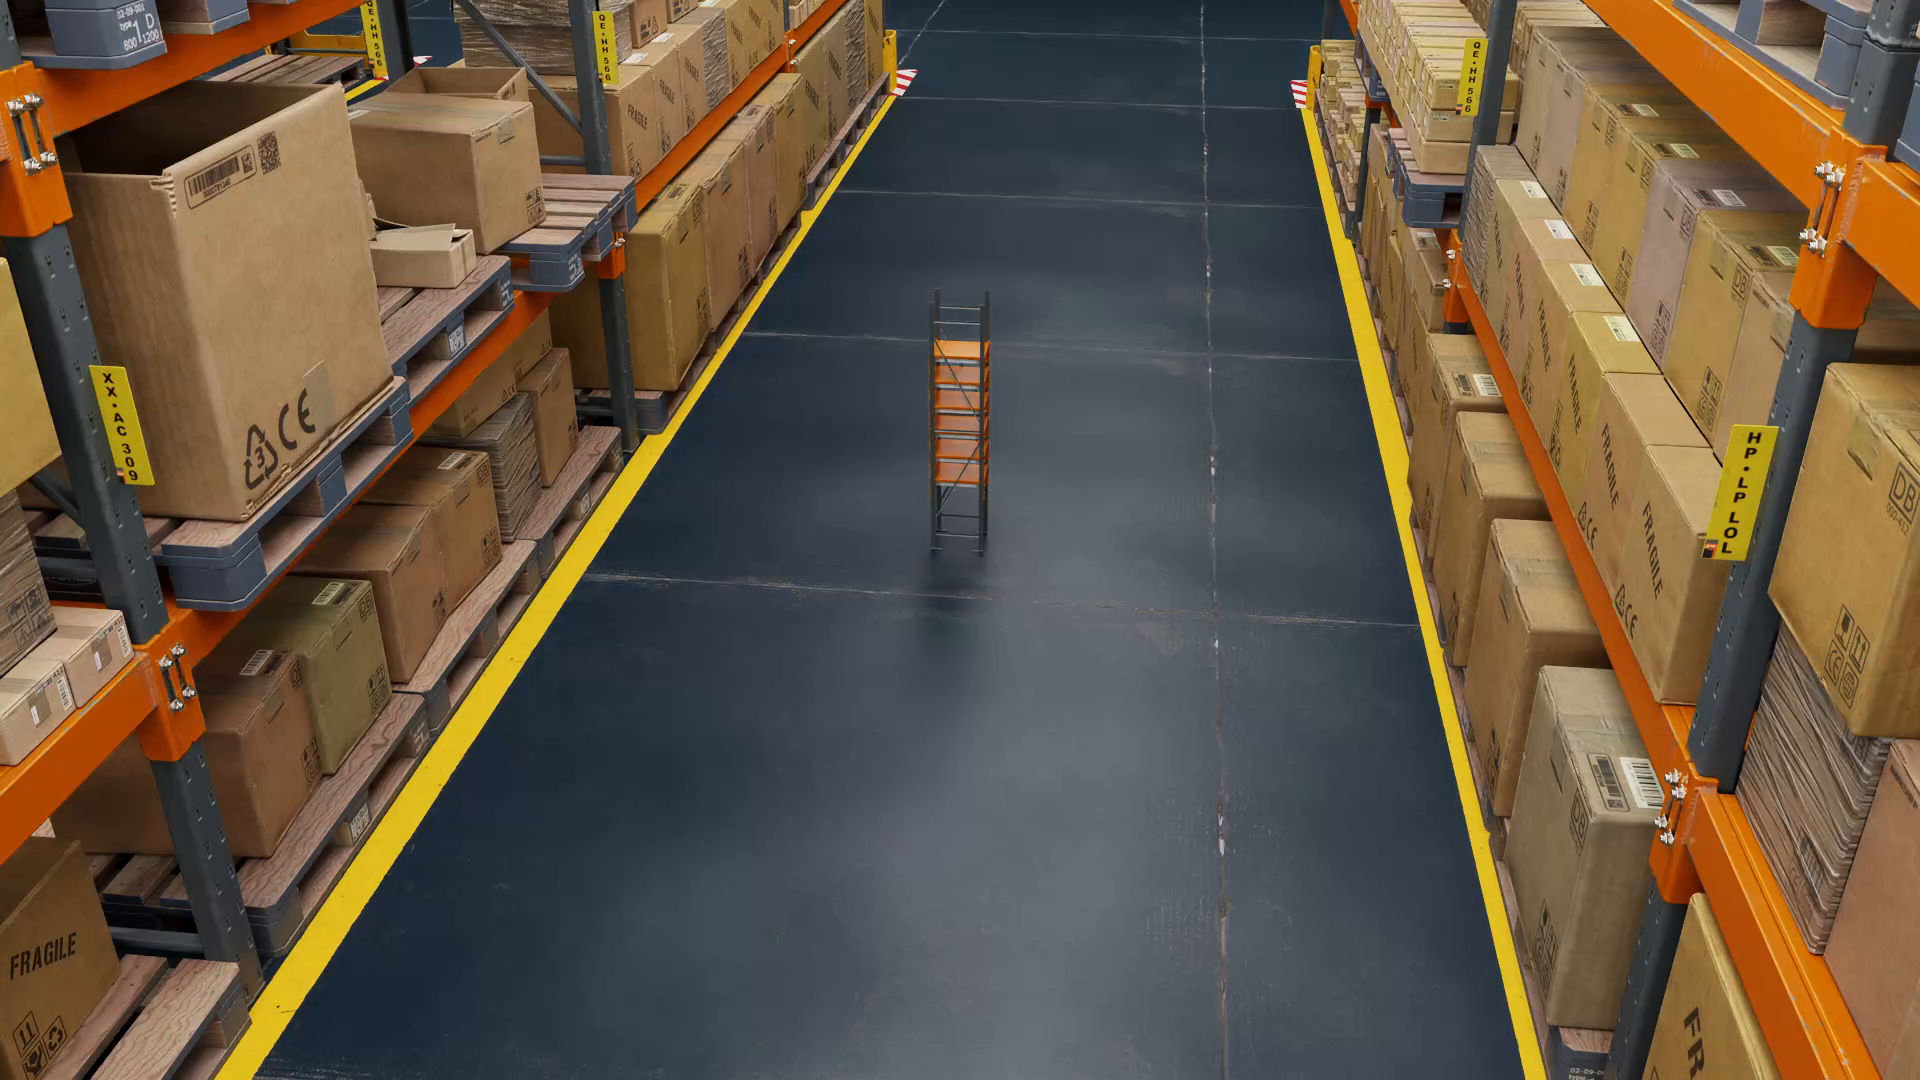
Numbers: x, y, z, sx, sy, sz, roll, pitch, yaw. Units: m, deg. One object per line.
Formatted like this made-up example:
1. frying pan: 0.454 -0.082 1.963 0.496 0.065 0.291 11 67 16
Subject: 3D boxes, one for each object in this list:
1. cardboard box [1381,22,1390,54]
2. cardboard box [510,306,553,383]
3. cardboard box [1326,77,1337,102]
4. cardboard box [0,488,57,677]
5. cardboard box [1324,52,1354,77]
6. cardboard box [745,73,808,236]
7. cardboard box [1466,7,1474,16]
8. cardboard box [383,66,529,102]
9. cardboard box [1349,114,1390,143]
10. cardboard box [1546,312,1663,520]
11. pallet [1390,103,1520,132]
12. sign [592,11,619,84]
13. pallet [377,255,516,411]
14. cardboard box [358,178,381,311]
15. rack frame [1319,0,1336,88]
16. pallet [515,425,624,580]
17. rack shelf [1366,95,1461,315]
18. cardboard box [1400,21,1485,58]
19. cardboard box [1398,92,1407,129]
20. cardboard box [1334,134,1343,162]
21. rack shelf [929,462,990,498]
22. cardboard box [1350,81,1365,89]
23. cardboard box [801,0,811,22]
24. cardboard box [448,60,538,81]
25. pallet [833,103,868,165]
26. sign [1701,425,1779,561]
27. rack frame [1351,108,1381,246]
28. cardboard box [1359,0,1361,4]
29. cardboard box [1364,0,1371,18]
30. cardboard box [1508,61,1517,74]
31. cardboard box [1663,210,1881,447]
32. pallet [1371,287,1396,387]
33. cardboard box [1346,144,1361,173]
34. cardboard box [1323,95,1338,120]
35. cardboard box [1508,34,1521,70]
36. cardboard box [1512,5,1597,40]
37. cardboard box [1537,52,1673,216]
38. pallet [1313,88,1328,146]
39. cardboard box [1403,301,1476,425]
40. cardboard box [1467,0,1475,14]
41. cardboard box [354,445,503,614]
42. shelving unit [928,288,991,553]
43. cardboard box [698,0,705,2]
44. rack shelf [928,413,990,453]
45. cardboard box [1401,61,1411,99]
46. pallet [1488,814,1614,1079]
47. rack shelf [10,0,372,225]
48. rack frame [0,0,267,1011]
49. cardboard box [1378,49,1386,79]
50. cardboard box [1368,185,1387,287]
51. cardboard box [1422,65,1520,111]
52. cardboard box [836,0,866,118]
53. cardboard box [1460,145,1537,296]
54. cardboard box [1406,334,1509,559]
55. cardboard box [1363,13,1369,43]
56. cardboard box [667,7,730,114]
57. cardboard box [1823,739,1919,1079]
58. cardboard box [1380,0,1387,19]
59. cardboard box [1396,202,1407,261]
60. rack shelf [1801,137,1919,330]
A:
1. cardboard box: 2.567 -2.793 9.280 0.380 0.149 0.250 3 28 5
2. cardboard box: -2.225 -0.924 7.683 0.500 0.250 0.500 4 29 8
3. cardboard box: 3.228 -3.716 13.734 0.380 0.149 0.250 4 29 8
4. cardboard box: -2.779 0.099 3.985 0.875 0.500 0.500 3 28 6
5. cardboard box: 3.244 -3.964 13.881 0.380 0.149 0.250 3 28 6
6. cardboard box: -1.741 -2.647 11.299 1.225 0.875 0.875 3 29 6
7. cardboard box: 3.376 -3.240 10.424 0.380 0.149 0.250 3 28 5
8. cardboard box: -2.199 -1.790 7.361 0.500 0.500 0.500 0 28 0
9. cardboard box: 3.028 -2.979 12.052 0.380 0.149 0.250 3 28 6
10. cardboard box: 2.170 -0.380 5.186 0.500 0.500 0.500 4 29 7
11. pallet: 2.940 -2.331 9.117 1.003 0.211 1.213 3 28 6
12. sign: -1.633 -2.265 7.655 0.100 0.325 0.005 3 28 6
13. pallet: -2.375 -0.799 6.272 1.003 0.211 1.213 3 28 6
14. cardboard box: -2.542 -0.986 5.866 0.797 0.503 0.637 6 29 11
15. rack frame: 3.718 -5.247 14.327 1.000 3.000 0.127 3 28 6
16. pallet: -2.270 -0.222 7.939 1.003 0.211 1.213 3 28 6
17. rack shelf: 2.983 -2.106 9.255 1.077 0.370 4.000 3 28 6
18. cardboard box: 2.472 -2.555 8.526 0.380 0.149 0.250 3 28 6
19. cardboard box: 2.439 -2.170 8.437 0.380 0.149 0.250 3 28 6
20. cardboard box: 3.064 -2.986 12.693 0.380 0.149 0.250 3 28 6
21. rack shelf: -0.002 -0.271 7.588 0.258 0.103 0.180 3 28 6
22. cardboard box: 3.239 -3.468 12.960 0.380 0.149 0.250 3 29 6
23. cardboard box: -1.284 -3.833 11.967 0.380 0.149 0.250 2 28 5
24. cardboard box: -2.358 -2.108 8.395 0.500 0.500 0.500 4 29 8
25. pallet: -1.365 -3.402 13.842 1.003 0.211 1.213 3 28 6
26. sign: 1.708 -0.100 3.637 0.100 0.325 0.005 3 28 6
27. rack frame: 3.228 -3.364 10.832 1.000 3.000 0.127 3 28 6
28. cardboard box: 3.071 -4.028 11.645 0.500 0.500 0.500 3 28 5
29. cardboard box: 2.693 -3.289 10.200 0.380 0.149 0.250 3 28 5
30. cardboard box: 3.186 -2.501 9.052 0.380 0.149 0.250 2 28 5
31. cardboard box: 2.364 -0.559 4.466 0.700 0.500 0.500 3 28 5
32. pallet: 2.987 -1.194 9.744 1.003 0.211 1.213 3 28 6
33. cardboard box: 2.972 -2.720 11.886 0.380 0.149 0.250 2 28 4
34. cardboard box: 3.221 -3.590 13.814 0.380 0.149 0.250 4 29 7
35. cardboard box: 3.182 -2.636 8.989 0.380 0.149 0.250 4 29 8
36. cardboard box: 3.180 -2.760 8.905 0.380 0.149 0.250 3 28 5
37. cardboard box: 2.612 -1.517 6.243 0.700 0.500 0.500 3 28 5
38. pallet: 3.574 -3.603 14.216 1.003 0.211 1.213 3 28 6
39. cardboard box: 2.559 -0.891 8.434 0.500 0.500 0.500 3 28 6
40. cardboard box: 3.375 -3.371 10.353 0.380 0.149 0.250 4 29 8
41. cardboard box: -2.353 -0.065 6.879 0.700 0.500 0.500 6 29 10
42. shelving unit: -0.002 -0.521 7.453 0.258 1.200 0.189 3 28 6
43. cardboard box: -1.848 -3.562 10.037 0.797 0.503 0.637 4 29 7
44. rack shelf: -0.002 -0.482 7.474 0.258 0.103 0.180 3 28 6
45. cardboard box: 2.438 -2.313 8.390 0.380 0.149 0.250 3 29 6
46. pallet: 2.267 1.261 5.186 1.003 0.211 1.213 3 28 6
47. rack shelf: -2.418 -1.880 5.672 1.077 0.370 4.000 3 28 6
48. rack frame: -2.663 0.066 4.466 1.000 3.000 0.127 3 28 6
49. cardboard box: 2.568 -2.665 9.356 0.380 0.149 0.250 3 28 5
50. cardboard box: 2.811 -1.867 10.246 0.500 0.500 0.500 5 29 8
51. cardboard box: 2.343 -2.075 7.634 0.380 0.149 0.250 2 28 4
52. cardboard box: -1.303 -4.098 13.992 0.875 0.875 0.875 3 28 6
53. cardboard box: 2.415 -1.330 6.950 0.500 0.500 0.500 4 29 7
54. cardboard box: 2.574 -0.395 7.249 1.050 0.750 0.750 3 28 6
55. cardboard box: 2.695 -3.149 10.255 0.380 0.149 0.250 4 29 7
56. cardboard box: -1.660 -2.794 9.668 0.500 0.500 0.500 3 29 6
57. cardboard box: 2.169 0.770 3.000 0.875 0.550 0.550 3 28 6
58. cardboard box: 2.597 -3.052 9.447 0.380 0.149 0.250 3 28 6
59. cardboard box: 2.690 -1.710 9.163 0.500 0.250 0.500 4 29 7
60. rack shelf: 2.002 0.339 1.554 1.077 0.370 4.000 3 28 6
